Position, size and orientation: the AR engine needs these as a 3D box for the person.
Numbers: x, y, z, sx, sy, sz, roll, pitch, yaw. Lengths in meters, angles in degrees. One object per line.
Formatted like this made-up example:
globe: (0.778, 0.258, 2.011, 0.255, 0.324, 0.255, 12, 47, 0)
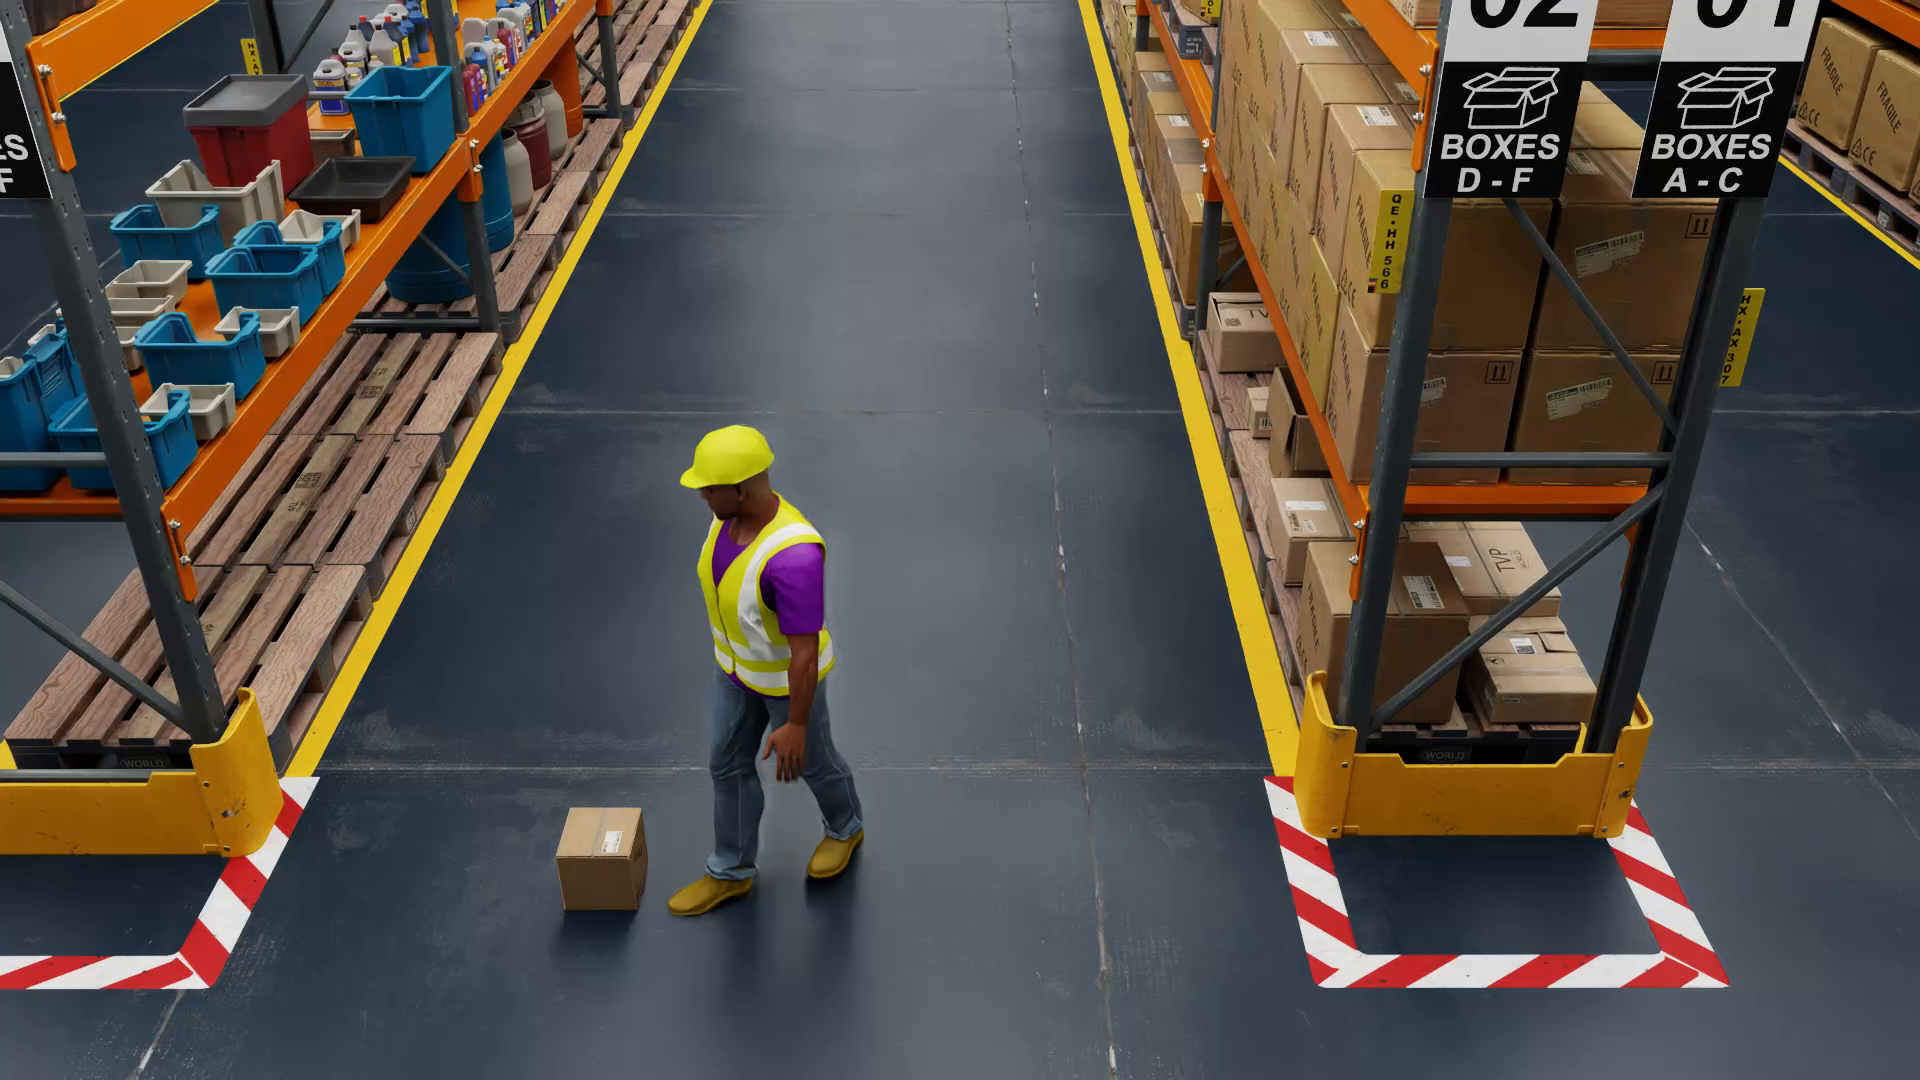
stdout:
person: (-1.849, -3.475, 11.809, 9.469, 1.775, 13.240, -27, 40, -36)
